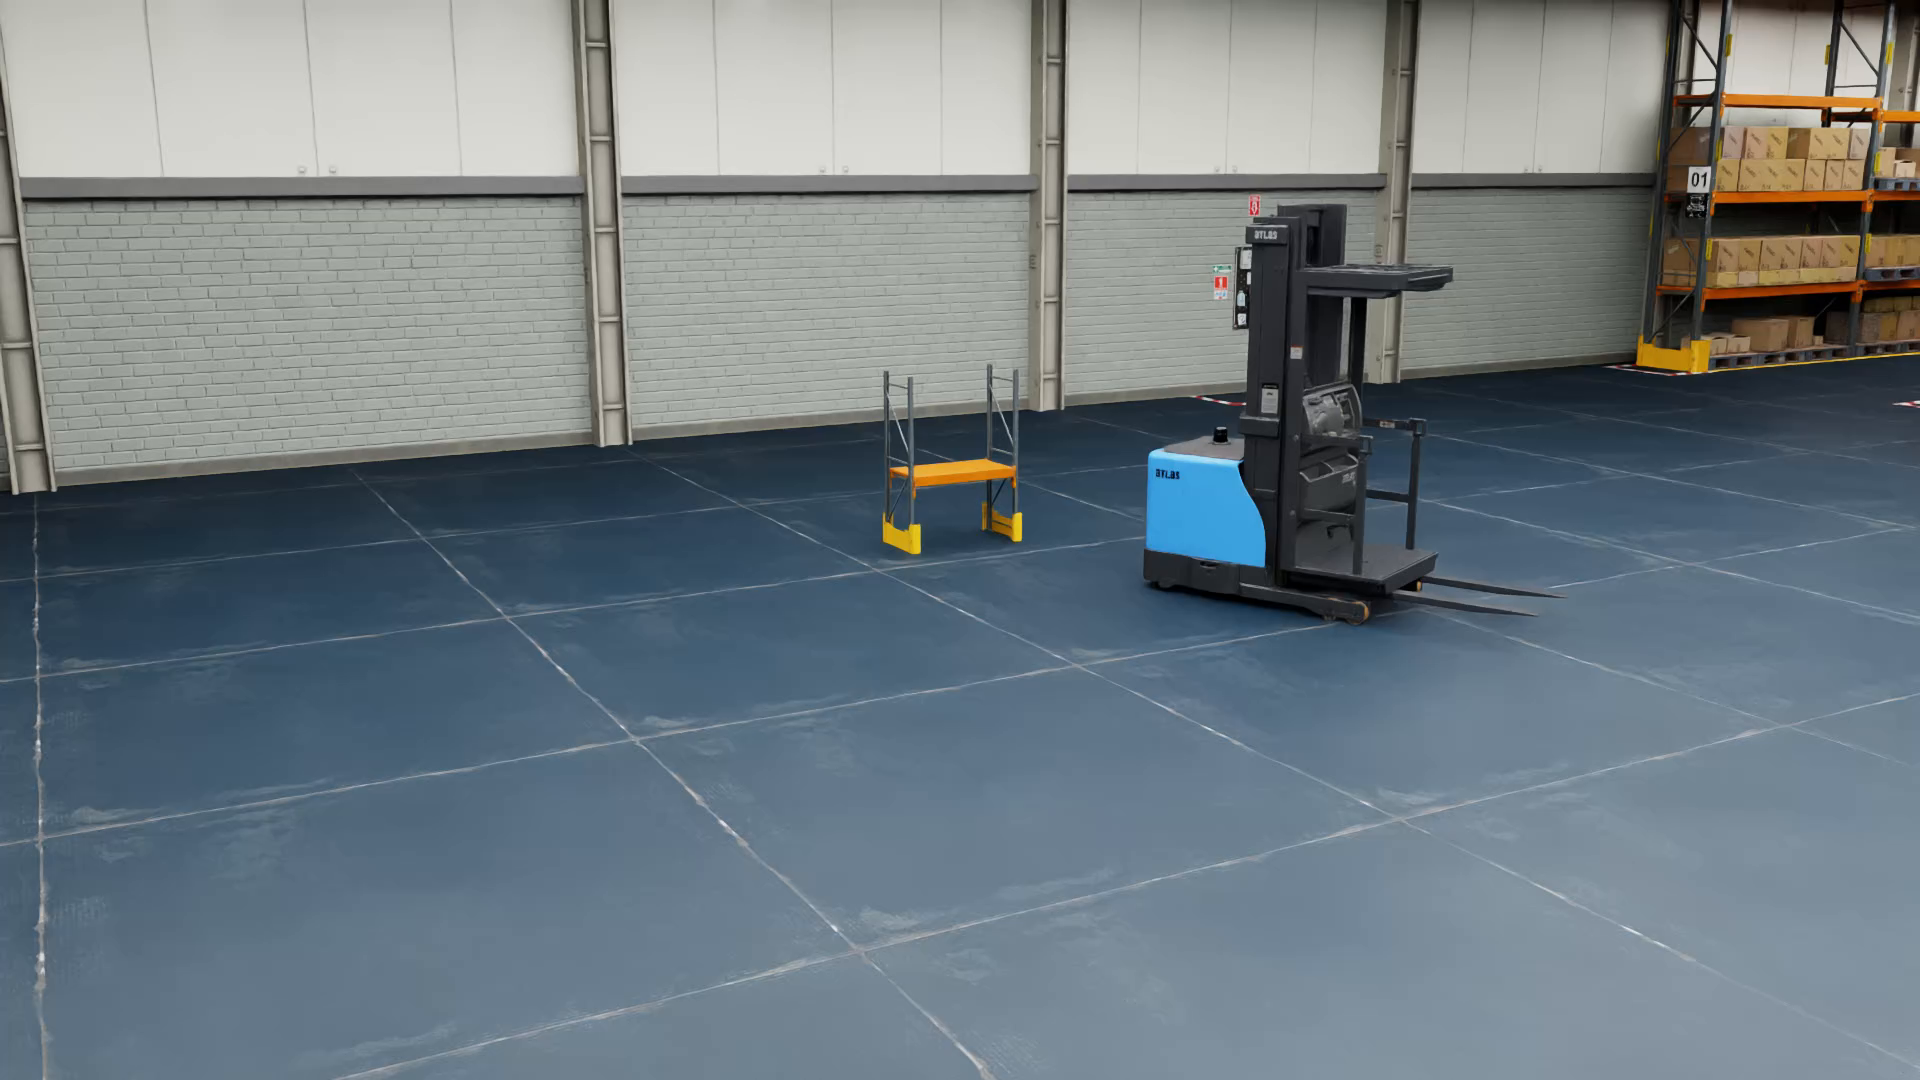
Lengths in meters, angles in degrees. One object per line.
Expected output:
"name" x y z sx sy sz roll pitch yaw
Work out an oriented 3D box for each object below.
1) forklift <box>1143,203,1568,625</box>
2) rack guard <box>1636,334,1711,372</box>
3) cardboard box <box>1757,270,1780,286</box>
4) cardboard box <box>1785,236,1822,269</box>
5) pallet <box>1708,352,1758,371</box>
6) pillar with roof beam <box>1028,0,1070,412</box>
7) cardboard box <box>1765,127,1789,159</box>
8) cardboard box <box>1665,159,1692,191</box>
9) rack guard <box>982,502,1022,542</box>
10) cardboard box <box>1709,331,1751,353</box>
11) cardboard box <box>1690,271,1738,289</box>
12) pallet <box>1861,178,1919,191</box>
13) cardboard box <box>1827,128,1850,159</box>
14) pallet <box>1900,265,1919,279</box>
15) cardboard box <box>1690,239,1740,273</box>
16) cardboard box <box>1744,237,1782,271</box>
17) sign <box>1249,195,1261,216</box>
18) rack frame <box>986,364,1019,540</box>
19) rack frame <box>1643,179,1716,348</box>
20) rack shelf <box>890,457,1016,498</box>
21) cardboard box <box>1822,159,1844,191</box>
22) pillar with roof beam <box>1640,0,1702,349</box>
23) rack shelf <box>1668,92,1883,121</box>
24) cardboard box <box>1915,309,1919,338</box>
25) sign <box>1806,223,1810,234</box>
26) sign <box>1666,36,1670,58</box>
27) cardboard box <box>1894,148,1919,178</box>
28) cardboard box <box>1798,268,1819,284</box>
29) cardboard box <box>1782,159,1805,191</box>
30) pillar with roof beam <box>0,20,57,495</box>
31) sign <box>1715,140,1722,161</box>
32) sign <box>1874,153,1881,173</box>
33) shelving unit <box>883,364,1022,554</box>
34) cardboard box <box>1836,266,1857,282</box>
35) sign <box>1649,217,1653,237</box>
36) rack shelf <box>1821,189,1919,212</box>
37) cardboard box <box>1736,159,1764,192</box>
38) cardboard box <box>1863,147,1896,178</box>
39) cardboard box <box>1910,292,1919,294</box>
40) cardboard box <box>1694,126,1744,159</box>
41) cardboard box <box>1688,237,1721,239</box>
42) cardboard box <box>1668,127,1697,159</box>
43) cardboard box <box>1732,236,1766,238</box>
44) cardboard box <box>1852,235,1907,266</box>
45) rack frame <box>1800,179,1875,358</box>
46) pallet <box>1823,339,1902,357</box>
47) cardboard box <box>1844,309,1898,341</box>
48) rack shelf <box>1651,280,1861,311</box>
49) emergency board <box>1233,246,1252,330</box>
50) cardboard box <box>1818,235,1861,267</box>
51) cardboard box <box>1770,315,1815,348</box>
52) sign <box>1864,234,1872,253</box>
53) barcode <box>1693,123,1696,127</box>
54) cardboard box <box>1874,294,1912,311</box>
"forklift" 2.916 -0.955 12.178 3.031 2.935 1.130 9 16 36
"rack guard" 11.562 -3.039 26.974 0.348 0.500 1.175 -7 14 -28
"cardboard box" 12.975 -4.287 27.122 0.500 0.250 0.500 -7 15 -29
"cardboard box" 13.857 -4.760 27.516 0.500 0.500 0.500 -7 15 -29
"pallet" 12.292 -2.977 27.355 1.213 0.211 1.003 -7 14 -28
"pillar with roof beam" 3.225 -5.326 17.777 0.400 9.000 9.100 -7 14 -28
"cardboard box" 12.859 -6.353 26.624 0.500 0.500 0.500 -6 14 -26
"cardboard box" 11.740 -5.865 26.733 0.500 0.500 0.500 -6 14 -24
"rack guard" 0.370 -0.166 14.779 0.087 0.250 0.587 -7 14 -28
"cardboard box" 12.646 -3.269 27.424 0.500 0.311 0.500 -6 14 -23
"cardboard box" 12.076 -4.177 26.634 0.500 0.250 0.500 -7 15 -29
"pallet" 15.599 -6.087 28.422 1.003 0.211 1.213 -7 14 -28
"cardboard box" 14.218 -6.516 27.348 0.500 0.500 0.500 -6 14 -25
"pallet" 16.799 -4.782 29.464 1.213 0.211 1.003 -7 14 -28
"cardboard box" 12.058 -4.545 26.562 0.500 0.500 0.500 -7 14 -28
"cardboard box" 12.953 -4.648 27.020 0.500 0.500 0.500 -7 15 -30
"sign" 4.187 -4.756 23.632 0.199 0.298 0.001 -7 14 -28
"rack frame" 0.371 -0.776 14.642 0.032 1.500 0.500 -7 14 -28
"rack frame" 11.495 -4.250 26.664 0.127 3.000 1.000 -7 14 -28
"rack shelf" -0.075 -0.547 14.444 1.000 0.185 0.538 -7 14 -28
"cardboard box" 14.231 -6.042 27.518 0.500 0.500 0.500 -8 15 -33
"pillar with roof beam" 13.758 -6.588 23.387 0.400 9.000 9.100 -7 14 -28
"rack shelf" 13.251 -7.035 27.020 4.000 0.370 1.077 -7 14 -28
"cardboard box" 16.980 -3.912 29.851 0.500 0.500 0.700 -7 14 -28
"sign" 14.737 -5.343 28.880 0.005 0.325 0.100 -7 14 -28
"sign" 11.247 -7.819 26.370 0.005 0.325 0.100 -7 14 -28
"cardboard box" 16.607 -6.560 28.911 0.500 0.500 0.500 -7 15 -30
"cardboard box" 13.860 -4.393 27.593 0.500 0.250 0.500 -7 14 -28
"cardboard box" 13.311 -5.925 26.999 0.500 0.500 0.500 -6 14 -24
"pillar with roof beam" -7.308 -4.063 12.168 0.400 9.000 9.100 -7 14 -28
"sign" 11.755 -6.036 25.774 0.005 0.325 0.100 -7 14 -28
"sign" 15.273 -6.283 27.687 0.005 0.325 0.100 -7 14 -28
"shelving unit" -0.067 -0.724 14.409 1.083 1.500 0.587 -7 14 -28
"cardboard box" 14.736 -4.500 28.067 0.500 0.250 0.500 -7 14 -28
"sign" 11.247 -5.079 26.987 0.005 0.325 0.100 -7 14 -28
"rack shelf" 16.762 -5.994 29.218 4.000 0.370 1.077 -7 14 -28
"cardboard box" 12.397 -5.809 26.484 0.500 0.500 0.500 -6 14 -24
"cardboard box" 15.524 -6.430 28.334 0.500 0.500 0.500 -5 13 -20
"cardboard box" 17.380 -4.319 29.953 0.500 0.250 0.500 -7 14 -27
"cardboard box" 11.950 -6.254 26.184 0.500 0.500 0.500 -8 15 -32
"cardboard box" 12.254 -4.694 27.225 0.500 0.500 0.500 -7 14 -27
"cardboard box" 11.748 -6.356 26.637 0.500 0.500 0.500 -6 14 -25
"cardboard box" 13.147 -4.803 27.706 0.500 0.500 0.500 -7 14 -27
"cardboard box" 15.963 -5.039 28.938 0.500 0.500 0.700 -5 14 -22
"rack frame" 15.006 -4.671 28.534 0.127 3.000 1.000 -7 14 -28
"pallet" 15.689 -3.393 29.205 1.213 0.211 1.003 -7 14 -28
"cardboard box" 16.074 -3.811 29.403 0.500 0.500 0.700 -7 15 -29
"rack shelf" 13.251 -4.110 27.678 4.000 0.370 1.077 -7 14 -28
"emergency board" 4.241 -3.607 23.805 0.643 1.169 0.194 -7 14 -28
"cardboard box" 14.739 -4.864 27.980 0.500 0.500 0.500 -7 14 -28
"cardboard box" 14.114 -3.549 28.241 0.500 0.500 0.500 -8 15 -32
"sign" 15.273 -4.990 27.978 0.005 0.325 0.100 -7 14 -28
"barcode" 11.879 -6.714 26.908 0.075 0.075 0.001 -7 14 -28
"cardboard box" 16.484 -4.215 29.491 0.500 0.250 0.500 -7 15 -29
